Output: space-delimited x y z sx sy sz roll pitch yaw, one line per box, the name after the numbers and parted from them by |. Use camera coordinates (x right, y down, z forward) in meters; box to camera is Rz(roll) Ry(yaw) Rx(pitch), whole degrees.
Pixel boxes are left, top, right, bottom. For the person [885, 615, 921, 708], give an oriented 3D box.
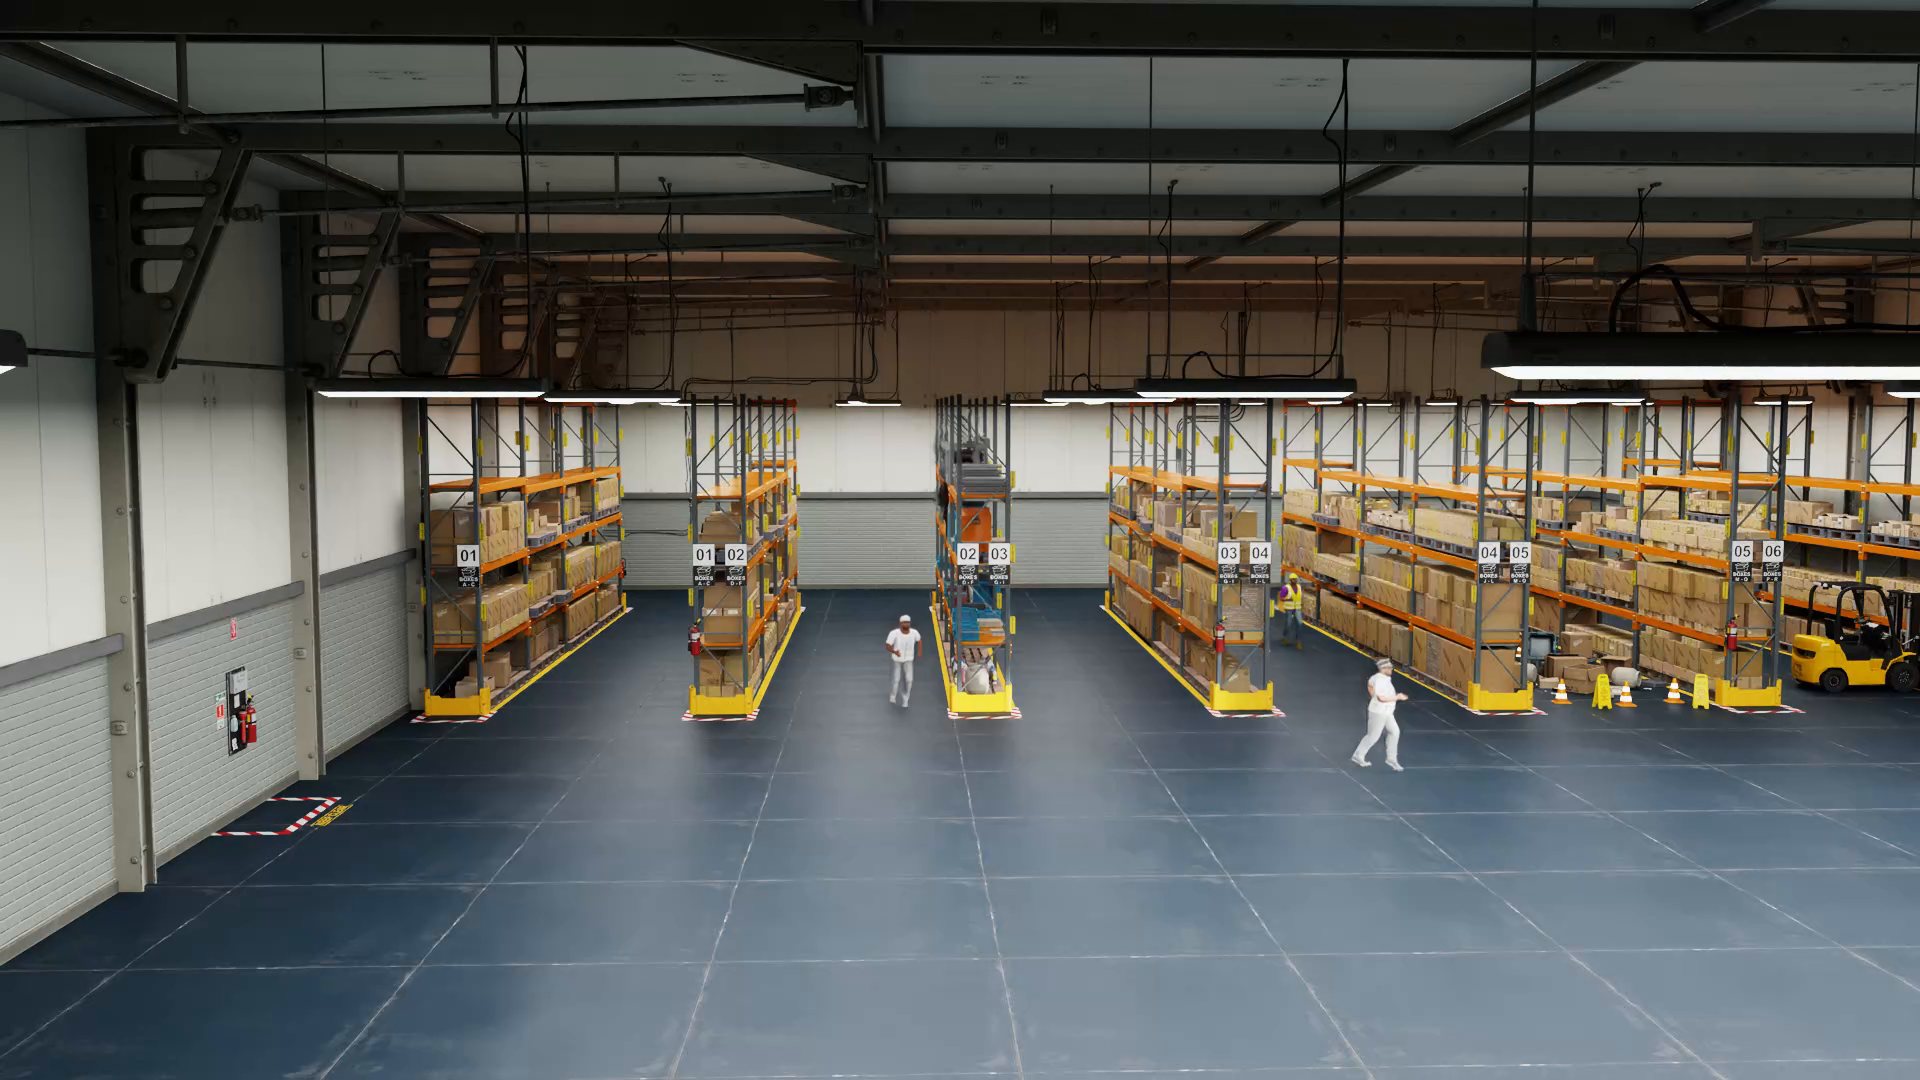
-1.068 2.351 32.010 0.755 1.831 0.650 -1 5 -15 | person

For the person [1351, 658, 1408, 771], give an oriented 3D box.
6.668 2.770 26.358 0.866 1.833 0.603 2 5 25 | person

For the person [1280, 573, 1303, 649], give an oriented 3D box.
7.986 1.694 39.992 0.635 1.815 0.841 -1 5 -8 | person

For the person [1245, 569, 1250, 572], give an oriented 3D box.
8.281 1.093 48.459 0.588 1.701 0.716 -2 5 -22 | person
